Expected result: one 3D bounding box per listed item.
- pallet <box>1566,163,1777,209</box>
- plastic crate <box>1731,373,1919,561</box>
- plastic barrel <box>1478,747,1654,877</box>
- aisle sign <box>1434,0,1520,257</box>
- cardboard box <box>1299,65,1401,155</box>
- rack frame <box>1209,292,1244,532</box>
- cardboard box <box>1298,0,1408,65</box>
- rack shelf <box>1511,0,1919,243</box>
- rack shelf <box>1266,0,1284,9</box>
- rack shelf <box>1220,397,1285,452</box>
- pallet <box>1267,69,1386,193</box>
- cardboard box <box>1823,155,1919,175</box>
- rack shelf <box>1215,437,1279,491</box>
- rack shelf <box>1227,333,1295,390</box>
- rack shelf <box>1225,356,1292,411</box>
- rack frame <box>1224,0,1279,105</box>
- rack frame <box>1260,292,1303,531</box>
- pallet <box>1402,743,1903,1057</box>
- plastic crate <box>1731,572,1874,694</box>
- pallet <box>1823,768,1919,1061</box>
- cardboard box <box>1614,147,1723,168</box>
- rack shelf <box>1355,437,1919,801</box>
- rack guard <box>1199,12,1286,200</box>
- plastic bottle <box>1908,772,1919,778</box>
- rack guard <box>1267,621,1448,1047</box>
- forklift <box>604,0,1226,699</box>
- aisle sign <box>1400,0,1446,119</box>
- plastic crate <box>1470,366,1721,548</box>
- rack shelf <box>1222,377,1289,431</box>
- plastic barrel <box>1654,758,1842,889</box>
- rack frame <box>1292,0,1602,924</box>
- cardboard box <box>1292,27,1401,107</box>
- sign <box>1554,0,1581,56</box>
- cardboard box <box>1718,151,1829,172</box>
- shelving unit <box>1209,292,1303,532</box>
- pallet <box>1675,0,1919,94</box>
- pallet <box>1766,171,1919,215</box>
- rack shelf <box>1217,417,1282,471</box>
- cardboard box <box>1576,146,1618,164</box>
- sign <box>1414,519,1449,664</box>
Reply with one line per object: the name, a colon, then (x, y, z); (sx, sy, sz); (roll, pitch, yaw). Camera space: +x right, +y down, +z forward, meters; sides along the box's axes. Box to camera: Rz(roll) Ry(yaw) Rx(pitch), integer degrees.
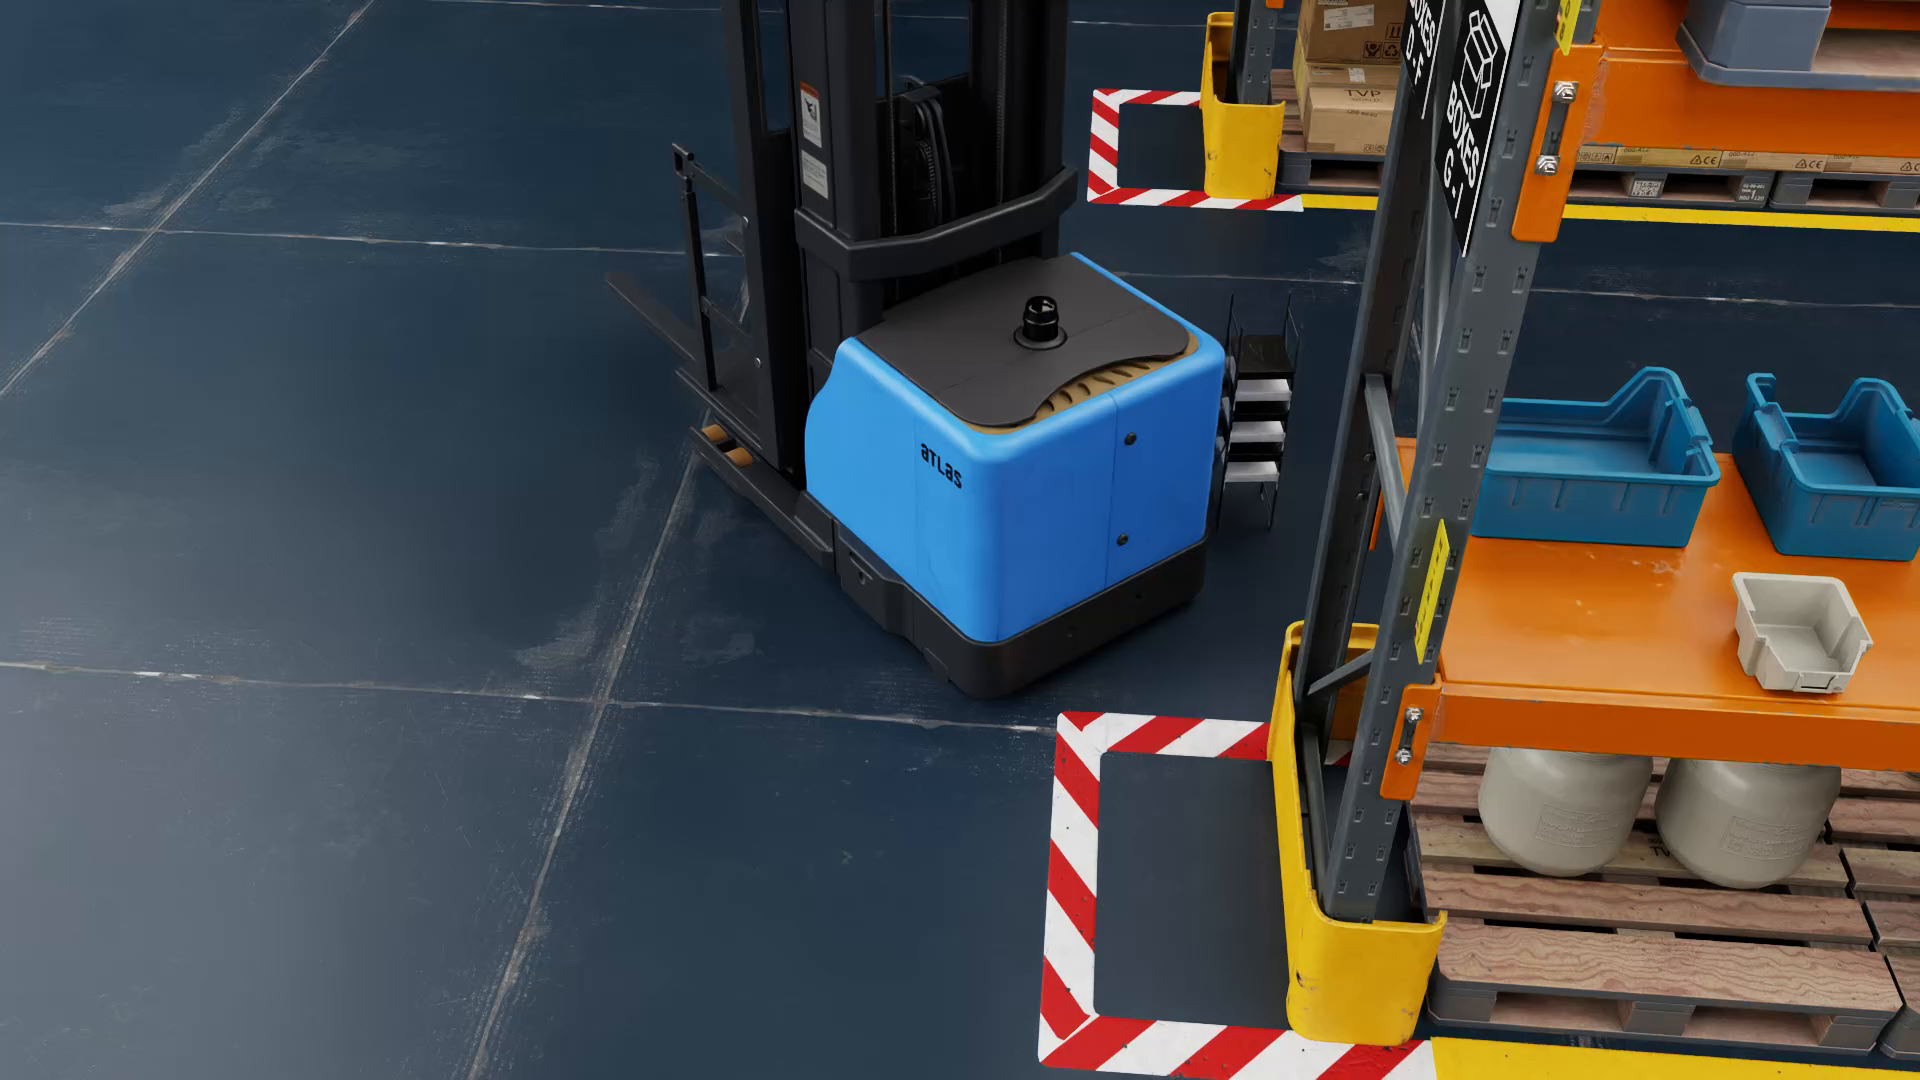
pallet: (3.456, -2.077, 8.634); (1.213, 0.211, 1.003); (3, 39, 4)
plastic crate: (2.219, -0.191, 4.226); (0.408, 0.251, 0.499); (3, 39, 4)
plastic barrel: (1.710, 0.663, 4.697); (0.421, 0.512, 0.421); (0, 39, 0)
aisle sign: (0.951, -0.954, 2.987); (0.004, 0.787, 0.394); (3, 39, 4)
cardboard box: (1.994, -2.169, 8.384); (0.500, 0.250, 0.500); (3, 39, 4)
rack frame: (0.970, -0.455, 6.096); (0.006, 0.900, 0.240); (-1, 39, -1)
cardboard box: (2.039, -2.787, 8.549); (0.500, 0.500, 0.500); (3, 39, 4)
rack shelf: (3.040, -0.902, 3.176); (4.000, 0.370, 1.077); (3, 39, 4)
rack shelf: (3.471, -2.854, 7.950); (4.000, 0.370, 1.077); (3, 39, 4)
rack shelf: (1.072, -0.431, 6.119); (0.200, 0.077, 0.258); (-1, 39, -1)
pallet: (2.244, -2.145, 8.718); (1.213, 0.211, 1.003); (3, 39, 4)
cardboard box: (4.486, -2.041, 8.227); (0.500, 0.250, 0.500); (3, 39, 4)
rack shelf: (1.072, -0.291, 6.233); (0.200, 0.077, 0.258); (-1, 39, -1)
rack shelf: (1.072, -0.640, 5.949); (0.200, 0.077, 0.258); (-1, 39, -1)
rack shelf: (1.072, -0.570, 6.006); (0.200, 0.077, 0.258); (-1, 39, -1)
rack frame: (1.479, -3.242, 7.856); (0.127, 3.000, 1.000); (3, 39, 4)
rack frame: (1.173, -0.458, 6.100); (0.006, 0.900, 0.240); (-1, 39, -1)
pallet: (1.936, 0.977, 4.882); (1.213, 0.211, 1.003); (3, 39, 4)
plastic crate: (1.911, 0.227, 3.804); (0.250, 0.136, 0.298); (3, 39, 4)
pallet: (3.148, 1.045, 4.799); (1.213, 0.211, 1.003); (3, 39, 4)
cardboard box: (3.488, -2.086, 8.282); (0.500, 0.250, 0.500); (3, 39, 4)
rack shelf: (3.040, 0.261, 4.123); (4.000, 0.370, 1.077); (3, 39, 4)
rack guard: (1.455, -2.273, 8.647); (0.348, 0.500, 1.175); (3, 39, 4)
plastic bottle: (2.915, 0.612, 4.990); (0.097, 0.201, 0.097); (0, 39, 0)
rack guard: (1.127, 0.818, 4.850); (0.348, 0.500, 1.175); (3, 39, 4)
forklift: (-0.407, -1.494, 5.764); (1.130, 2.935, 3.031); (-25, 45, -27)
aisle sign: (1.002, -1.325, 3.443); (0.004, 0.787, 0.394); (3, 39, 4)
plastic crate: (1.572, -0.230, 4.274); (0.616, 0.251, 0.499); (3, 39, 4)
rack shelf: (1.072, -0.501, 6.062); (0.200, 0.077, 0.258); (-1, 39, -1)
plastic barrel: (2.209, 0.691, 4.664); (0.421, 0.512, 0.421); (0, 39, 0)
rack frame: (1.048, -0.126, 4.029); (0.127, 3.000, 1.000); (3, 39, 4)
cardboard box: (2.039, -2.495, 8.784); (0.500, 0.250, 0.500); (3, 39, 4)
sign: (0.996, -0.948, 2.655); (0.005, 0.325, 0.100); (3, 39, 4)
cardboard box: (3.986, -2.059, 8.249); (0.500, 0.250, 0.500); (3, 39, 4)
shelving unit: (1.072, -0.457, 6.098); (0.210, 0.900, 0.258); (-1, 39, -1)
pallet: (1.863, -1.110, 3.011); (1.213, 0.211, 1.003); (3, 39, 4)
pallet: (4.675, -2.012, 8.554); (1.213, 0.211, 1.003); (3, 39, 4)
rack shelf: (1.072, -0.361, 6.176); (0.200, 0.077, 0.258); (-1, 39, -1)
cardboard box: (2.990, -2.116, 8.320); (0.500, 0.250, 0.500); (3, 39, 4)
sign: (0.996, 0.112, 3.517); (0.005, 0.325, 0.100); (3, 39, 4)
